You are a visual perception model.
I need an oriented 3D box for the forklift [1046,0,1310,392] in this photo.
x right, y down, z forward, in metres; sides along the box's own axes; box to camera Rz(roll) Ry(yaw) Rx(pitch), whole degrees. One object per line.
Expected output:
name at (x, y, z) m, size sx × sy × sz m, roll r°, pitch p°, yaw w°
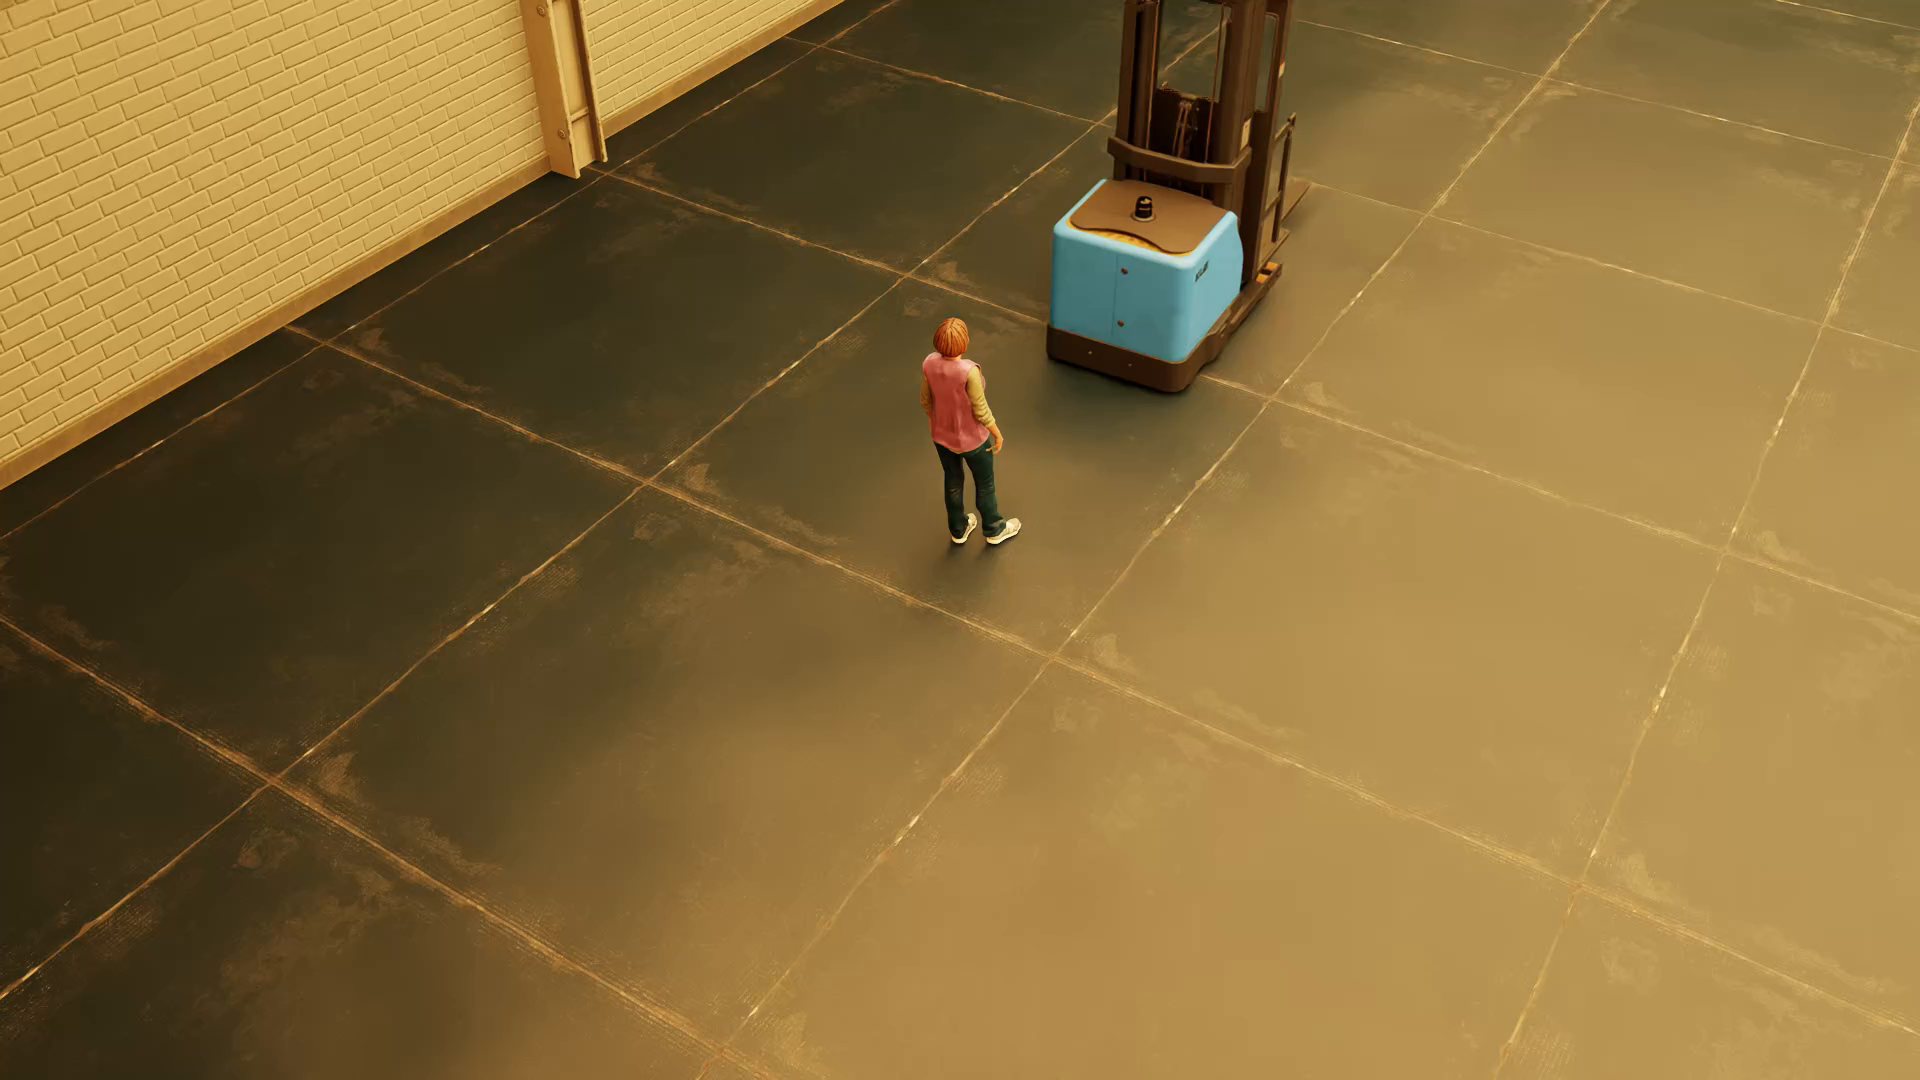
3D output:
forklift at (1.764, -3.062, 11.580) m, size 1.130 × 2.935 × 3.031 m, roll 20°, pitch 44°, yaw 22°

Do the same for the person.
person at (0.052, -0.616, 9.785) m, size 0.521 × 1.507 × 0.473 m, roll 22°, pitch 45°, yaw 24°
